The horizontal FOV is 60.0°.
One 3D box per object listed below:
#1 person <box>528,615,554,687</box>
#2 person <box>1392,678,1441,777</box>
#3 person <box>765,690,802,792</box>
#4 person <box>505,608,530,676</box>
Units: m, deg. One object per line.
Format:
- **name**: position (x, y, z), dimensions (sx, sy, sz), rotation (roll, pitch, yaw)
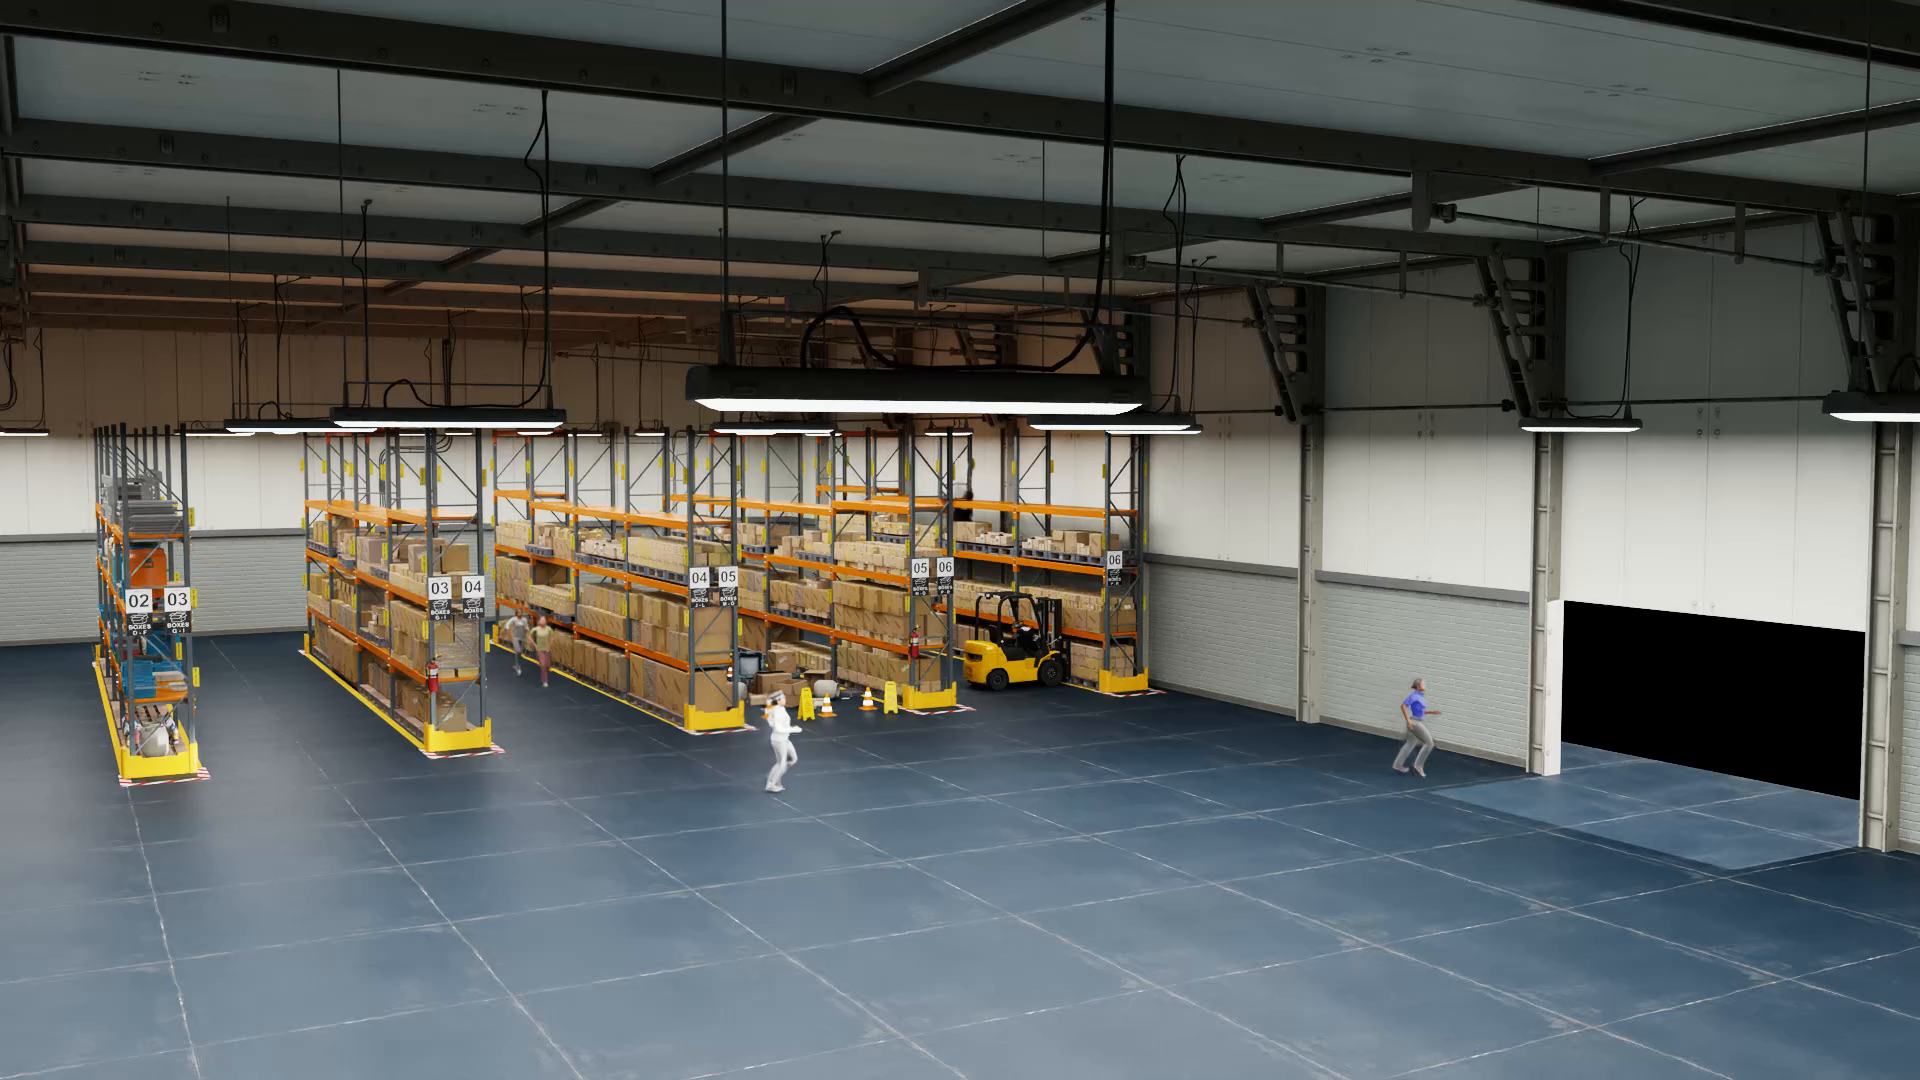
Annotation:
- **person**: position (-9.706, 2.567, 38.621), dimensions (0.590, 1.650, 0.694), rotation (-2, 4, -27)
- **person**: position (7.775, 3.190, 28.281), dimensions (0.789, 1.690, 0.536), rotation (1, 4, 14)
- **person**: position (-2.860, 3.247, 26.980), dimensions (0.599, 1.651, 0.591), rotation (0, 3, -2)
- **person**: position (-10.765, 2.469, 40.568), dimensions (0.522, 1.646, 0.735), rotation (-3, 4, -36)
